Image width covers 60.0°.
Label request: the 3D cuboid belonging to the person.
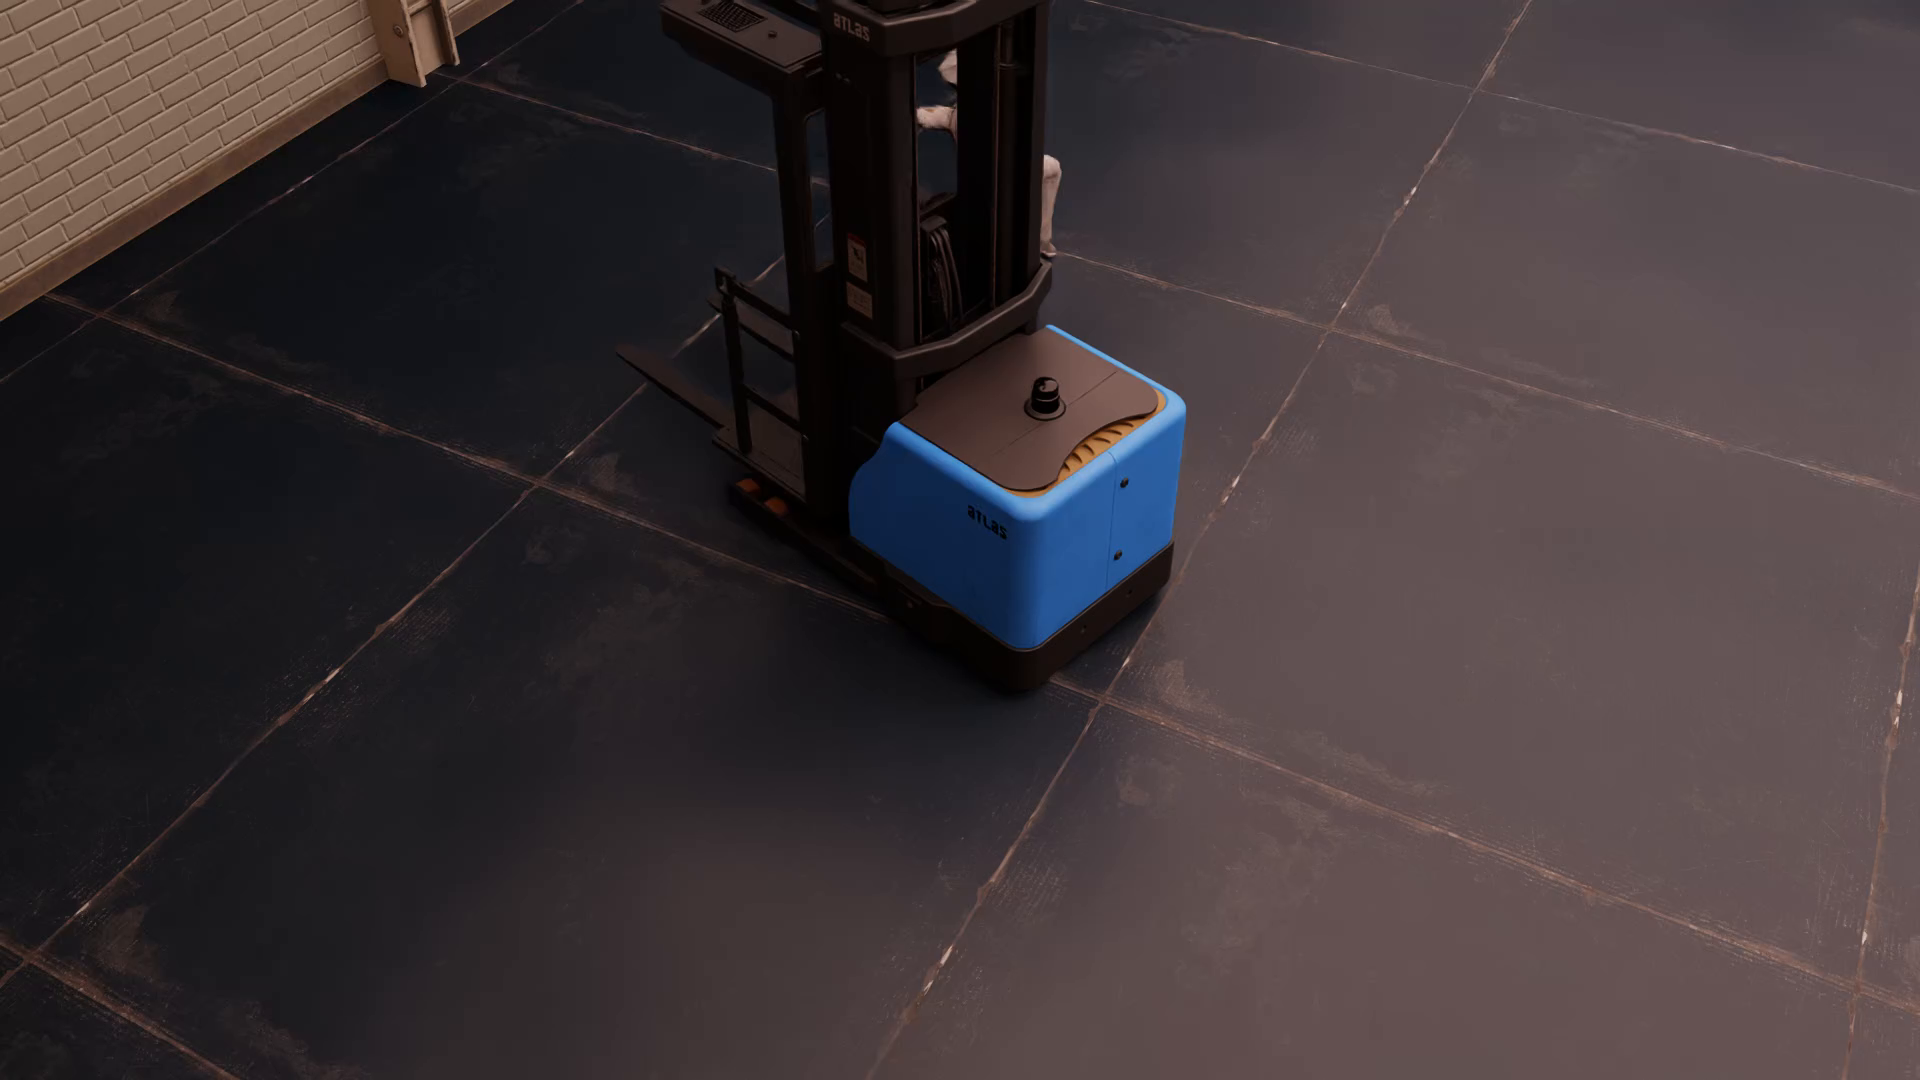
[{"bbox_3d":[0.068,-2.091,9.008,0.884,1.397,0.964,-28,50,-27],"label":"person"}]

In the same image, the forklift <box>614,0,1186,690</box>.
[{"bbox_3d":[-0.457,-1.332,7.068,3.031,2.935,1.130,34,53,30],"label":"forklift"}]
